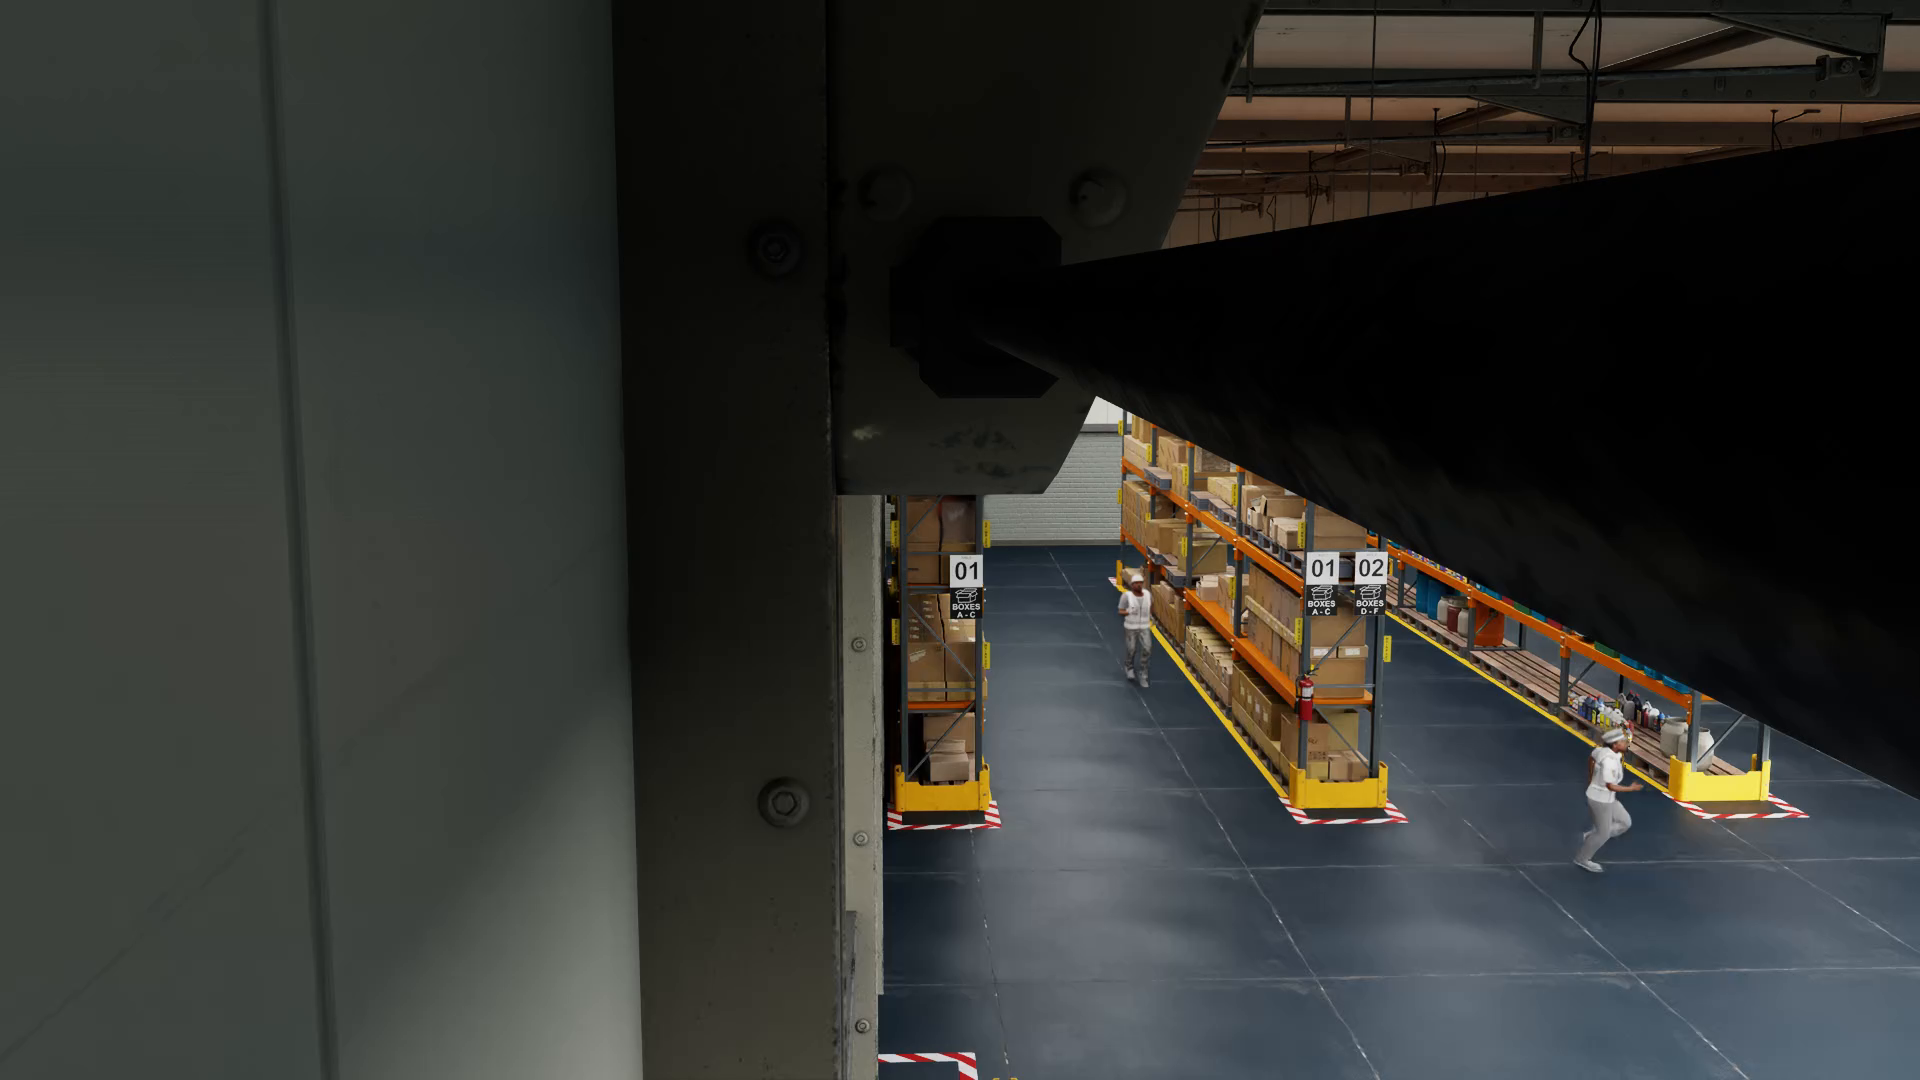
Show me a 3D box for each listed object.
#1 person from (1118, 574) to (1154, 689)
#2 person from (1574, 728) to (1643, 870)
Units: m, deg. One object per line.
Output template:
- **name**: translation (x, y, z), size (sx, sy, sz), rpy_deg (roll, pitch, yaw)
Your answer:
- **person**: translation (2.885, 1.472, 27.036), size (0.657, 1.841, 0.733), rpy_deg (-1, 8, -7)
- **person**: translation (7.136, 2.845, 18.267), size (0.665, 1.639, 0.616), rpy_deg (3, 9, 22)
